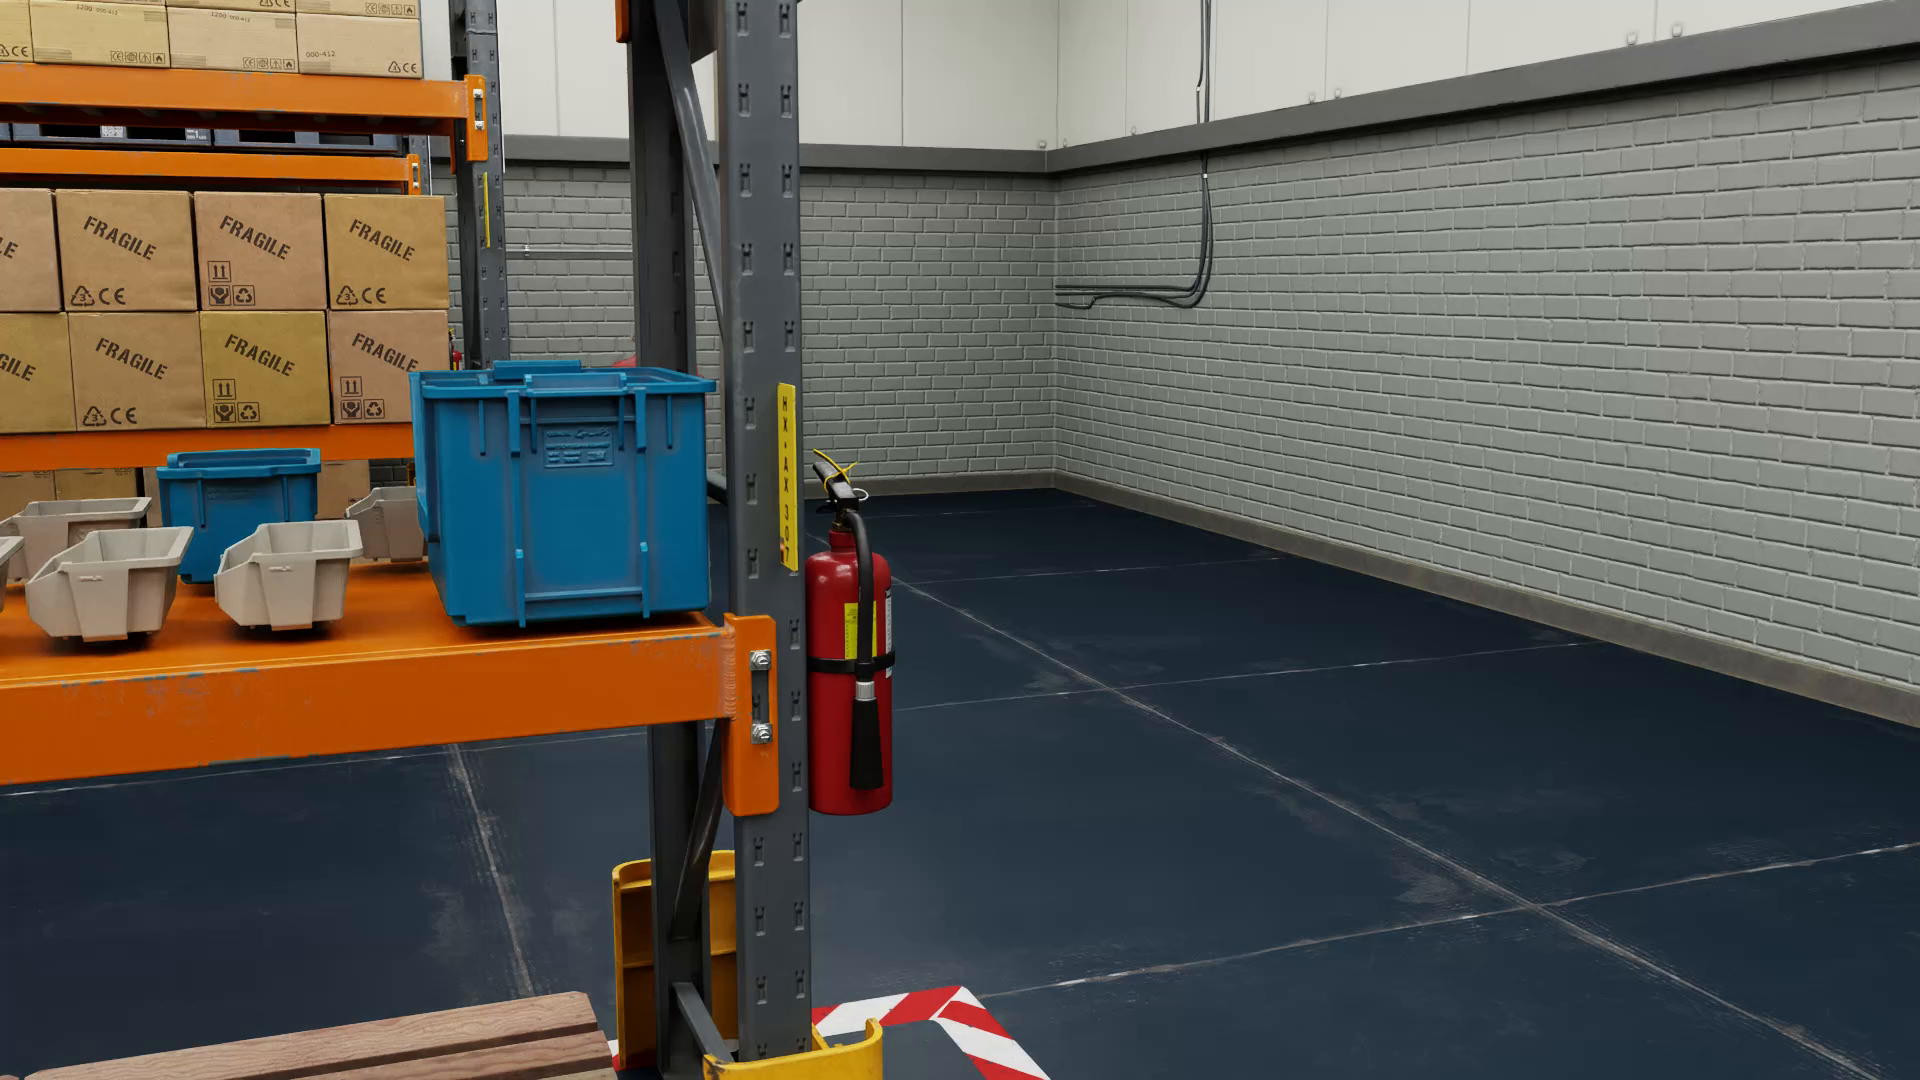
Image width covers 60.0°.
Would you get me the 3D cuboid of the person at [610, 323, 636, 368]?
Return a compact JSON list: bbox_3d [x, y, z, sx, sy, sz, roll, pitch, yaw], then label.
[{"bbox_3d":[-1.919,-0.557,10.189,0.538,1.611,0.764,-4,9,-22],"label":"person"}]
